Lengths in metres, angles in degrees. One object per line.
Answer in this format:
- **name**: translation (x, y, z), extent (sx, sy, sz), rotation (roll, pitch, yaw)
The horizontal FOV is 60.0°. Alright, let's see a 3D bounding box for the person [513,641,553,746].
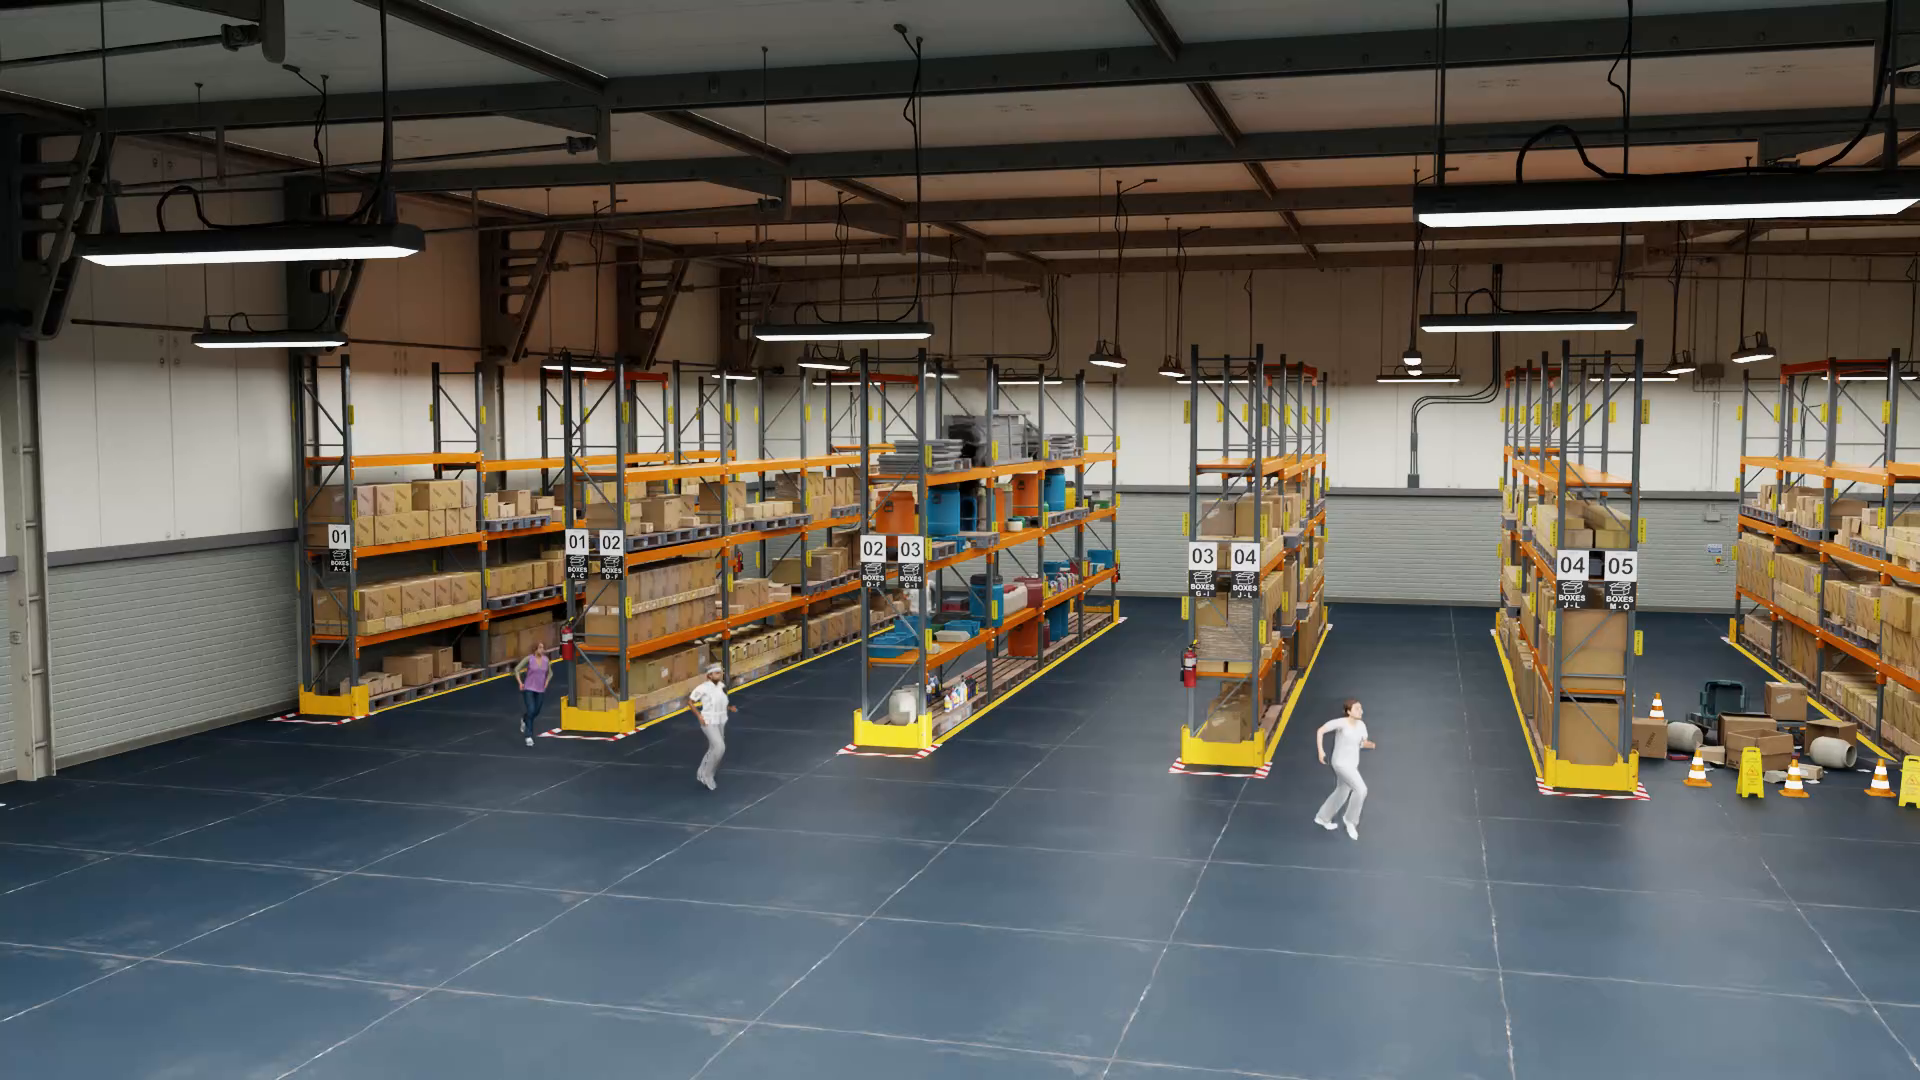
- **person**: translation (-6.553, 2.333, 25.572), extent (0.590, 1.549, 0.722), rotation (-3, 5, -33)

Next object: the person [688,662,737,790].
- **person**: translation (-3.298, 2.494, 22.353), extent (0.686, 1.713, 0.549), rotation (3, 5, 33)

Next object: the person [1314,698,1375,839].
- **person**: translation (4.555, 2.692, 19.724), extent (0.589, 1.660, 0.804), rotation (-3, 5, -37)

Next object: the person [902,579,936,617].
- **person**: translation (-0.778, 1.451, 32.029), extent (0.686, 1.914, 0.752), rotation (1, 4, 15)
